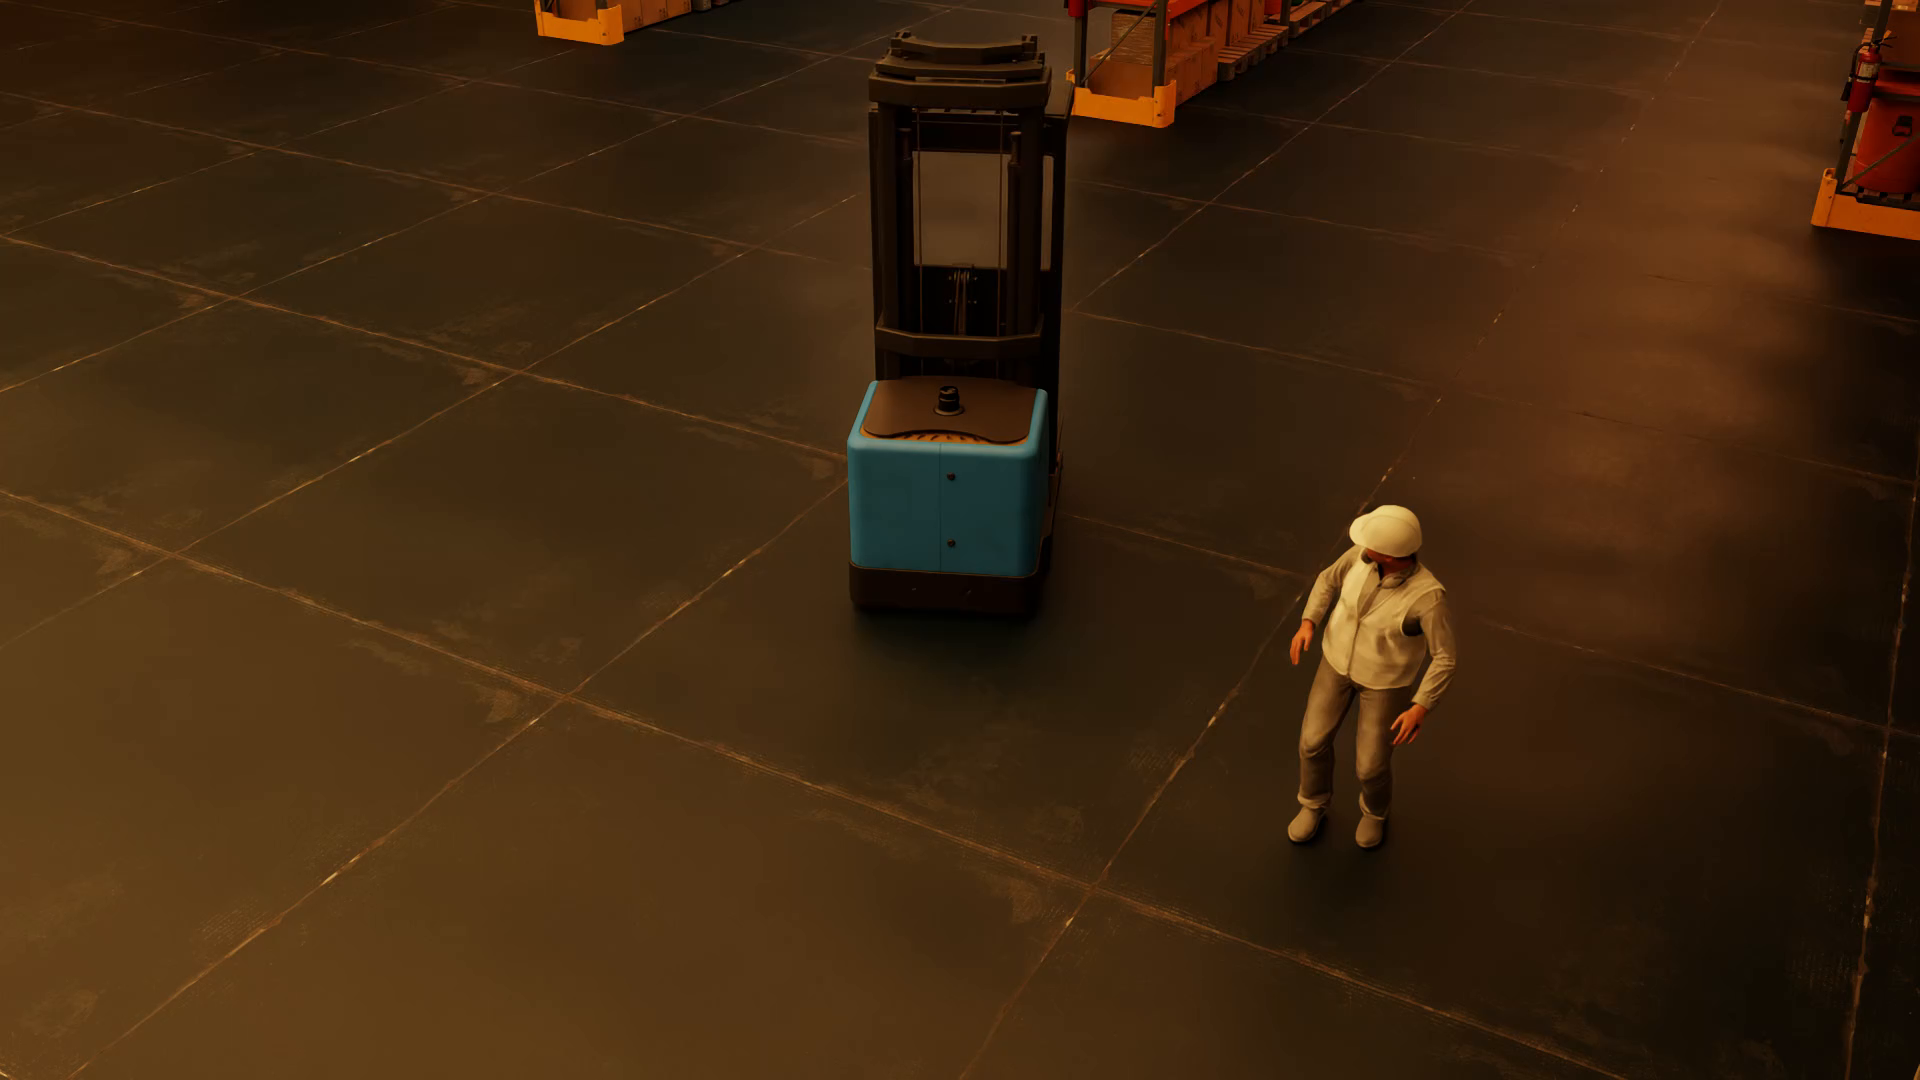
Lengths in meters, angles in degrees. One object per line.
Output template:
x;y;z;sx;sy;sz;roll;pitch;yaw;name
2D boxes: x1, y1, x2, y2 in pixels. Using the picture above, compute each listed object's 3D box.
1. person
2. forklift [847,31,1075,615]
1.793;0.600;7.261;0.745;1.727;0.522;25;38;36;person
0.072;-1.572;9.794;1.130;2.935;3.031;3;30;6;forklift
